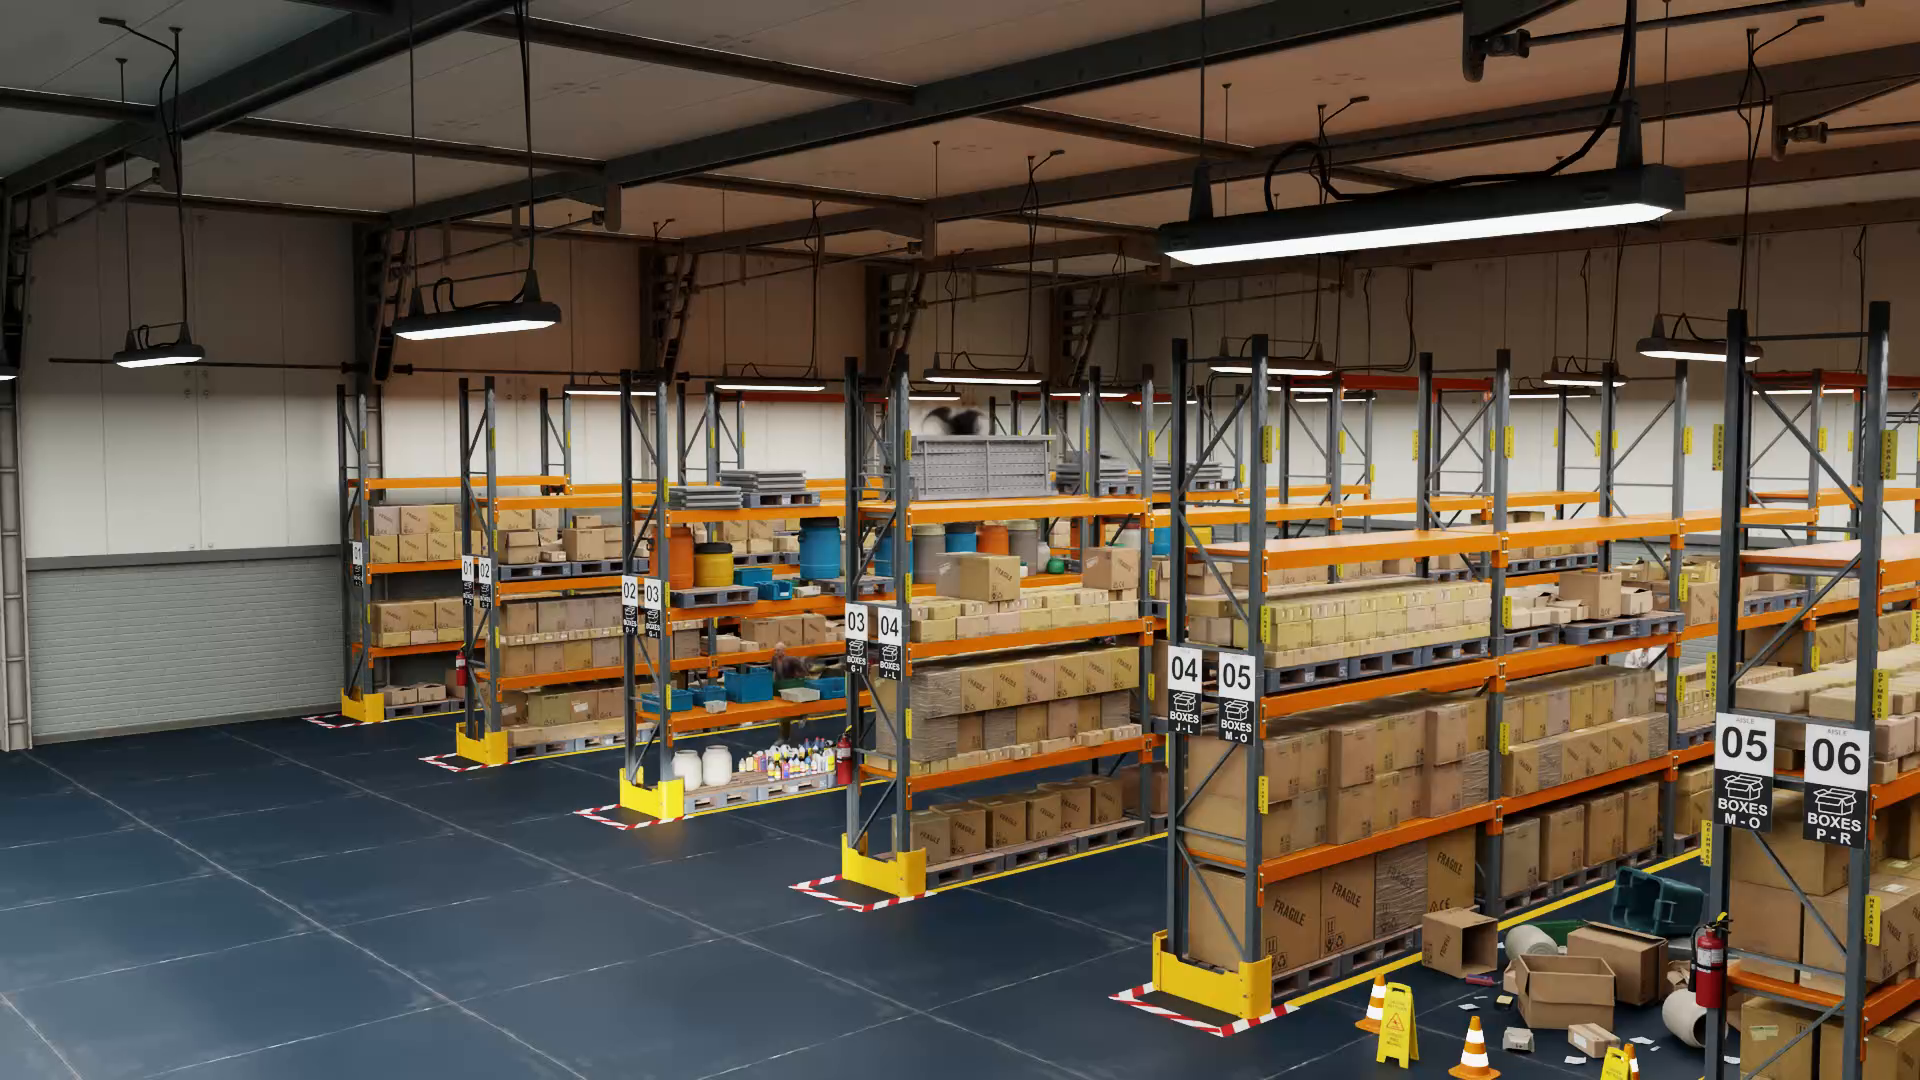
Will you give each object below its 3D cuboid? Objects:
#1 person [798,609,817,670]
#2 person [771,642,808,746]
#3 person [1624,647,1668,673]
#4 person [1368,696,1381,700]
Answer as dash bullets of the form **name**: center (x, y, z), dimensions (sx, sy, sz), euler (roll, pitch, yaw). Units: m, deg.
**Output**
- **person**: center (-3.072, 2.097, 33.614), dimensions (0.714, 1.733, 0.791), euler (3, 5, 36)
- **person**: center (-2.786, 2.523, 27.589), dimensions (0.711, 1.724, 0.876), euler (2, 4, 29)
- **person**: center (11.466, 2.465, 27.738), dimensions (0.683, 1.856, 0.910), euler (3, 5, 42)
- **person**: center (5.753, 2.821, 22.572), dimensions (1.046, 1.772, 0.659), euler (-4, 5, -44)
